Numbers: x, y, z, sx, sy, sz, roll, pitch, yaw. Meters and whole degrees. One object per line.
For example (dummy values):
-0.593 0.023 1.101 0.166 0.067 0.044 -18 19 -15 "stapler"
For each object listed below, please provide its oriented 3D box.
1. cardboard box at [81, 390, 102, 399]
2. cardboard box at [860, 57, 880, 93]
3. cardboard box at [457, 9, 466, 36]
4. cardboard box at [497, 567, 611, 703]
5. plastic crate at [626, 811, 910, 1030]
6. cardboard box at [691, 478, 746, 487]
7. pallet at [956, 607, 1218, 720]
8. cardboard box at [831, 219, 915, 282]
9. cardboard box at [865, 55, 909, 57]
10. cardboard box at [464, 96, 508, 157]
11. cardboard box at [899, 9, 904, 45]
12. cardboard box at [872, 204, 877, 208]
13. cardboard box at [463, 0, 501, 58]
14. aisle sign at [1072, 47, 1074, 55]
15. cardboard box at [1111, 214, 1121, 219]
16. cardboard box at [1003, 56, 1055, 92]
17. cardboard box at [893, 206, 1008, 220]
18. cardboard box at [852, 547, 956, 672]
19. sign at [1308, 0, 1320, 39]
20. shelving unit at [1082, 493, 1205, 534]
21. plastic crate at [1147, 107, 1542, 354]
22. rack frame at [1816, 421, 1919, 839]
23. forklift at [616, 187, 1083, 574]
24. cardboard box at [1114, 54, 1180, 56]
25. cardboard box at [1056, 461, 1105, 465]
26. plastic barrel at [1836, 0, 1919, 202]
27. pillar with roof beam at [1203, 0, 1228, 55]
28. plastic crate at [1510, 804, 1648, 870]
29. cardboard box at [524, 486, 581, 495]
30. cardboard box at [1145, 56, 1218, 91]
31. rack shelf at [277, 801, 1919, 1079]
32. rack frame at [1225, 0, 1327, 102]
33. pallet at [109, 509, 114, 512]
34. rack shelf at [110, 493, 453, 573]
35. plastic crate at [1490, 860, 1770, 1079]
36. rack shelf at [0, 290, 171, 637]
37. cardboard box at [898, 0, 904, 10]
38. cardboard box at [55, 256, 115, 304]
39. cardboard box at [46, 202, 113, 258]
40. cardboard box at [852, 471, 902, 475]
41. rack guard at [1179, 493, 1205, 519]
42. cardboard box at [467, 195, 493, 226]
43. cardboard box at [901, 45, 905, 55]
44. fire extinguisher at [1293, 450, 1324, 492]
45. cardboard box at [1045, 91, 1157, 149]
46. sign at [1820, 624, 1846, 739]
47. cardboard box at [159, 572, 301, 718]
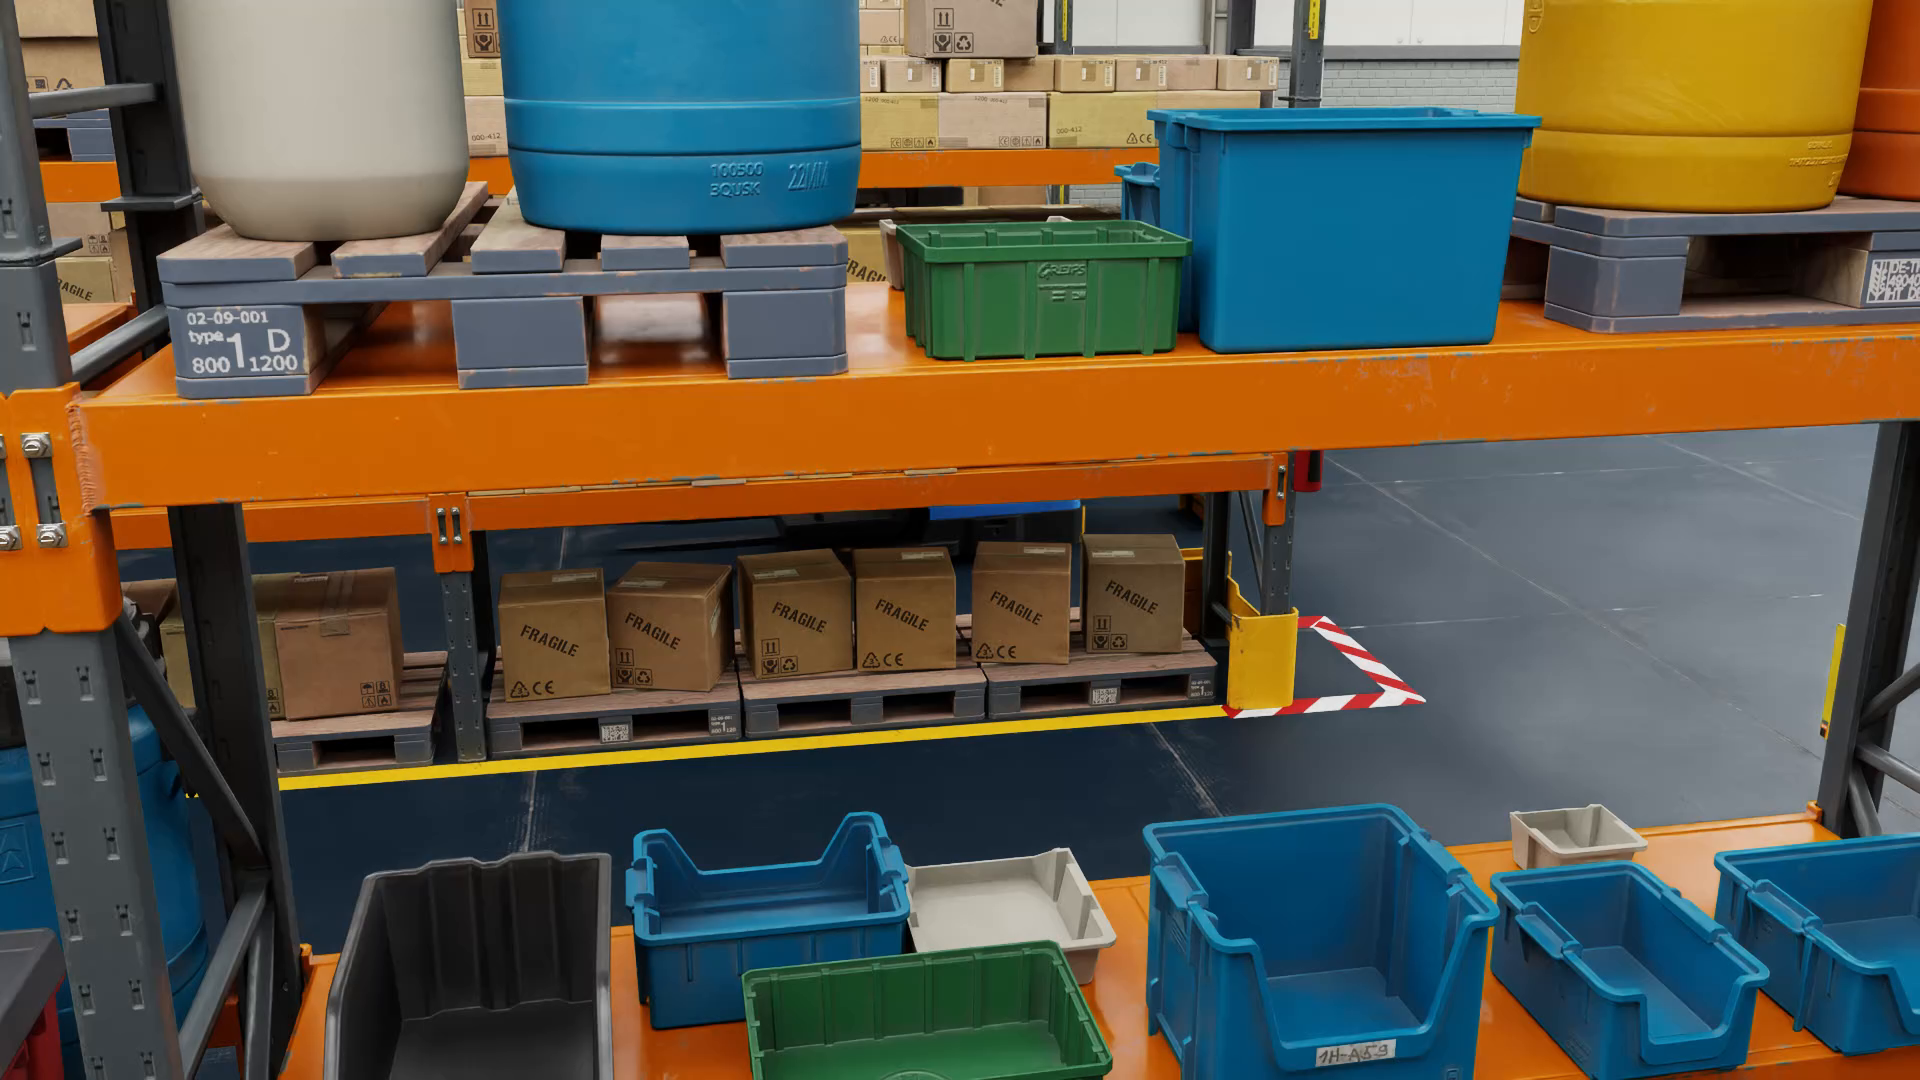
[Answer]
-4.089 -0.648 7.422 0.637 0.503 0.797 -1 17 -5 "cardboard box"
-0.508 -2.111 7.544 0.250 0.149 0.380 -3 17 -9 "cardboard box"
-4.830 -5.111 16.423 0.500 0.250 0.500 -3 17 -9 "cardboard box"
-2.005 0.462 8.241 0.500 0.500 0.500 -4 17 -12 "cardboard box"
-0.430 0.838 3.729 0.616 0.251 0.499 -3 17 -10 "plastic crate"
-1.152 -0.377 7.859 0.250 0.149 0.380 -3 17 -10 "cardboard box"
0.643 0.628 8.907 1.213 0.211 1.003 -3 17 -10 "pallet"
-0.444 -1.228 7.821 0.500 0.500 0.500 -3 17 -10 "cardboard box"
-0.311 -2.258 8.023 0.250 0.149 0.380 -3 17 -11 "cardboard box"
-1.915 -1.835 7.323 0.500 0.250 0.500 -4 18 -13 "cardboard box"
-0.238 -3.797 12.320 0.500 0.250 0.500 -3 17 -10 "cardboard box"
-0.789 -2.709 12.927 0.550 0.550 0.875 -3 17 -10 "cardboard box"
-2.012 -2.483 7.649 0.500 0.500 0.500 -4 17 -12 "cardboard box"
0.807 -3.340 12.649 0.004 0.787 0.394 -3 17 -10 "aisle sign"
1.029 -1.310 8.089 0.500 0.500 0.500 -3 17 -10 "cardboard box"
0.275 -2.165 7.720 0.250 0.149 0.380 -3 17 -10 "cardboard box"
-0.052 -1.406 8.400 0.500 0.500 0.500 -3 17 -10 "cardboard box"
-0.293 0.353 8.597 0.500 0.500 0.500 -2 17 -5 "cardboard box"
1.608 -2.440 7.531 0.005 0.325 0.100 -3 17 -10 "sign"
1.214 -0.823 11.437 1.083 1.500 0.587 -5 18 -14 "shelving unit"
0.647 -0.550 2.911 0.575 0.384 0.392 -3 17 -10 "plastic crate"
2.462 0.684 3.977 0.127 3.000 1.000 -3 17 -10 "rack frame"
-0.764 -1.341 10.685 3.031 2.935 1.130 -5 18 -14 "forklift"
0.935 -2.362 8.360 0.250 0.149 0.380 -3 17 -9 "cardboard box"
0.552 -0.497 8.248 0.250 0.149 0.380 -3 17 -10 "cardboard box"
2.009 -1.093 3.204 0.708 0.830 0.600 -3 17 -10 "plastic barrel"
4.550 -7.214 19.471 0.400 9.000 9.100 -3 17 -10 "pillar with roof beam"
1.522 0.767 4.155 0.250 0.136 0.298 -3 17 -10 "plastic crate"
-1.889 -0.337 7.727 0.250 0.149 0.380 -3 17 -10 "cardboard box"
1.031 -2.211 7.868 0.250 0.149 0.380 -4 17 -12 "cardboard box"
0.498 1.139 3.720 4.000 0.370 1.077 -3 17 -10 "rack shelf"
1.522 -3.612 7.745 0.127 3.000 1.000 -3 17 -10 "rack frame"
-4.397 -0.329 7.600 1.213 0.211 1.003 -3 17 -10 "pallet"
-4.369 -0.066 7.643 4.000 0.370 1.077 -3 17 -10 "rack shelf"
1.389 0.903 3.515 0.408 0.251 0.499 -3 17 -10 "plastic crate"
-3.429 -0.072 2.554 4.000 0.370 1.077 -3 17 -10 "rack shelf"
-0.337 -3.964 12.184 0.250 0.149 0.380 -3 17 -10 "cardboard box"
-6.183 -1.758 11.757 0.500 0.500 0.500 -3 17 -11 "cardboard box"
-6.235 -2.310 11.852 0.500 0.500 0.700 -3 17 -11 "cardboard box"
-0.430 -0.441 8.066 0.250 0.149 0.380 -3 17 -10 "cardboard box"
1.695 -0.264 11.744 0.087 0.250 0.587 -5 18 -14 "rack guard"
-3.733 -2.453 12.317 0.500 0.500 0.700 -4 17 -11 "cardboard box"
-0.329 -3.584 12.304 0.250 0.149 0.380 -3 17 -10 "cardboard box"
1.722 -0.581 8.225 0.183 0.674 0.296 -3 17 -10 "fire extinguisher"
0.608 -1.978 7.788 0.500 0.250 0.500 -3 17 -10 "cardboard box"
2.362 0.393 4.453 0.005 0.325 0.100 -3 17 -10 "sign"
-3.484 0.512 8.043 0.500 0.500 0.700 -3 17 -11 "cardboard box"
